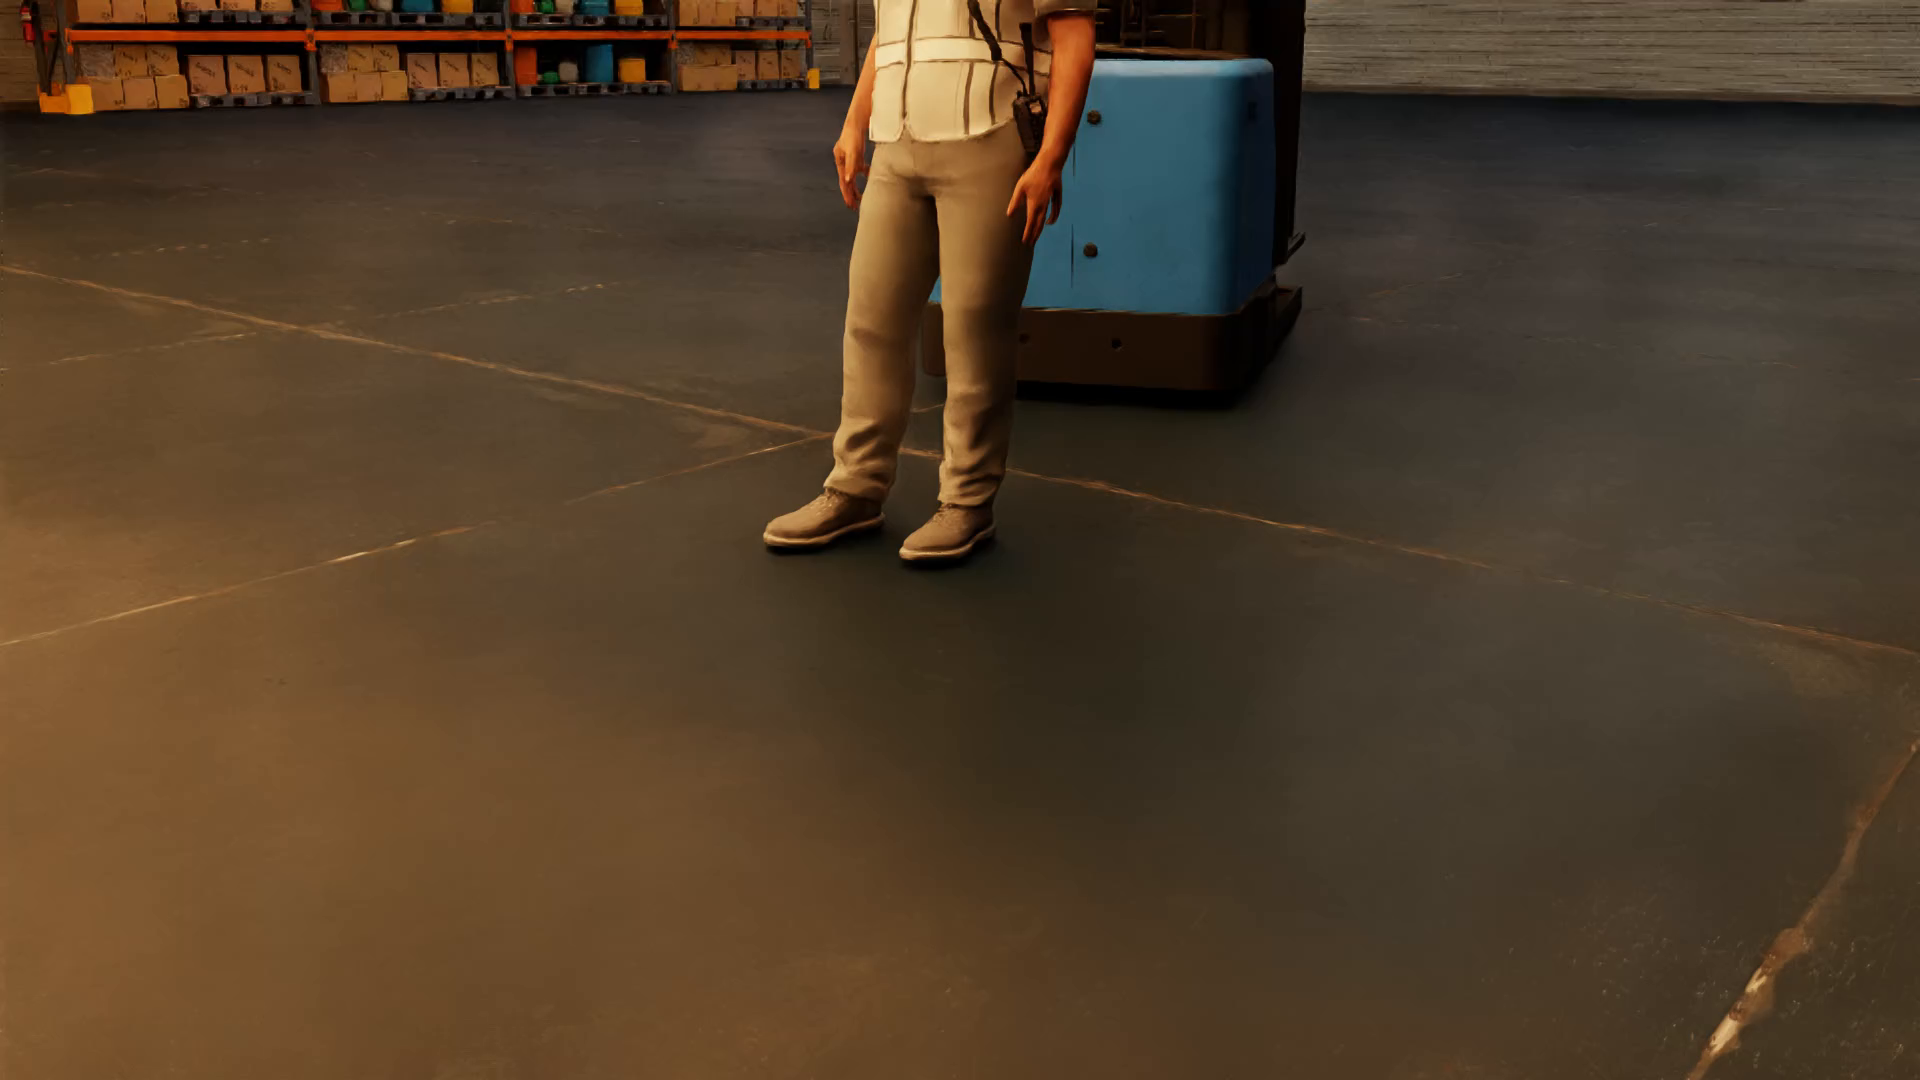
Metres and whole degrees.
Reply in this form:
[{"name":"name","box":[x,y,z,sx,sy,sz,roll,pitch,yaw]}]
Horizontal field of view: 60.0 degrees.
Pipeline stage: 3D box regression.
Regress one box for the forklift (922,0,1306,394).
[{"name":"forklift","box":[0.786,-2.259,6.337,1.130,2.935,3.031,5,18,16]}]

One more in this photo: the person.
[{"name":"person","box":[-0.059,-0.845,3.630,0.640,1.781,0.574,13,21,37]}]
